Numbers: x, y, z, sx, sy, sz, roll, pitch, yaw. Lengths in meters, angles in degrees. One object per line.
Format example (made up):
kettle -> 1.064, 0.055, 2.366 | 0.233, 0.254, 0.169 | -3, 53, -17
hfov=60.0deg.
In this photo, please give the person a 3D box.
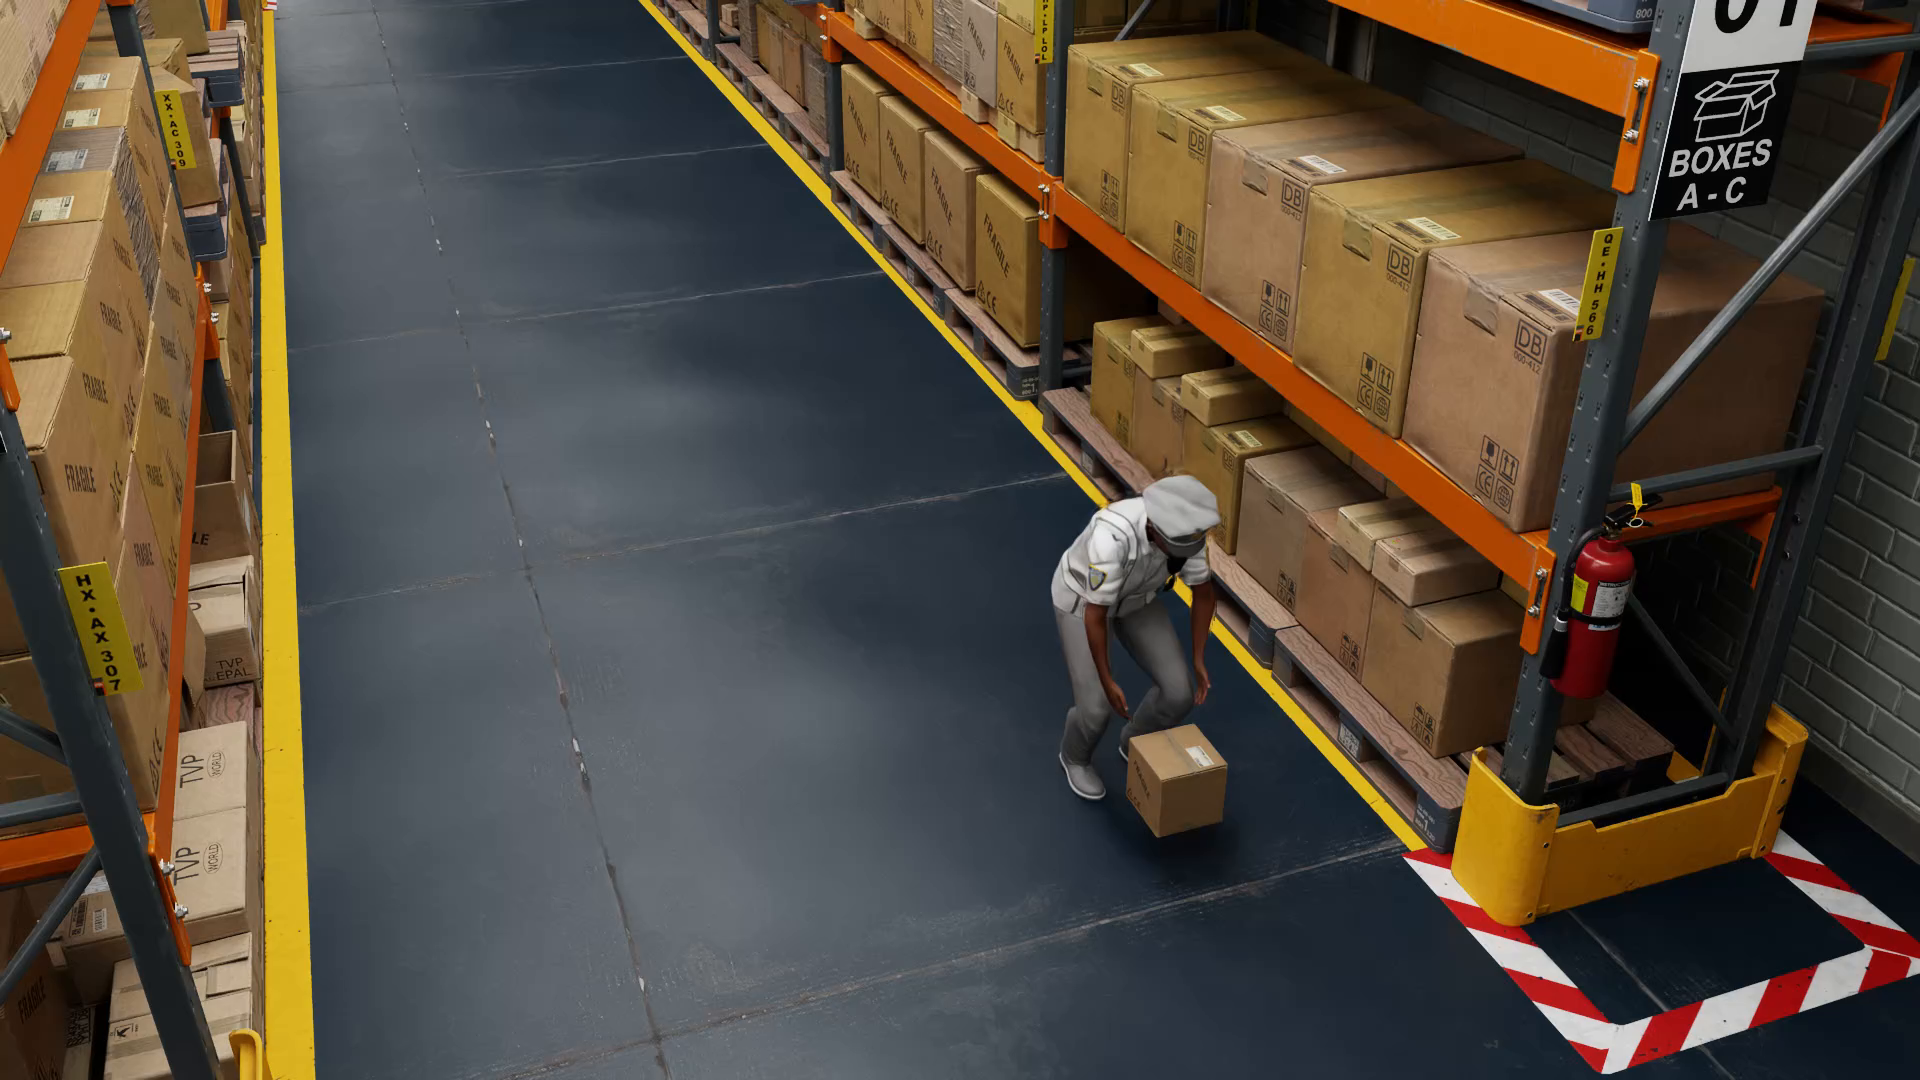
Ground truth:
person -> 0.630, 0.317, 5.893 | 0.496, 1.360, 0.724 | -10, 32, -17
